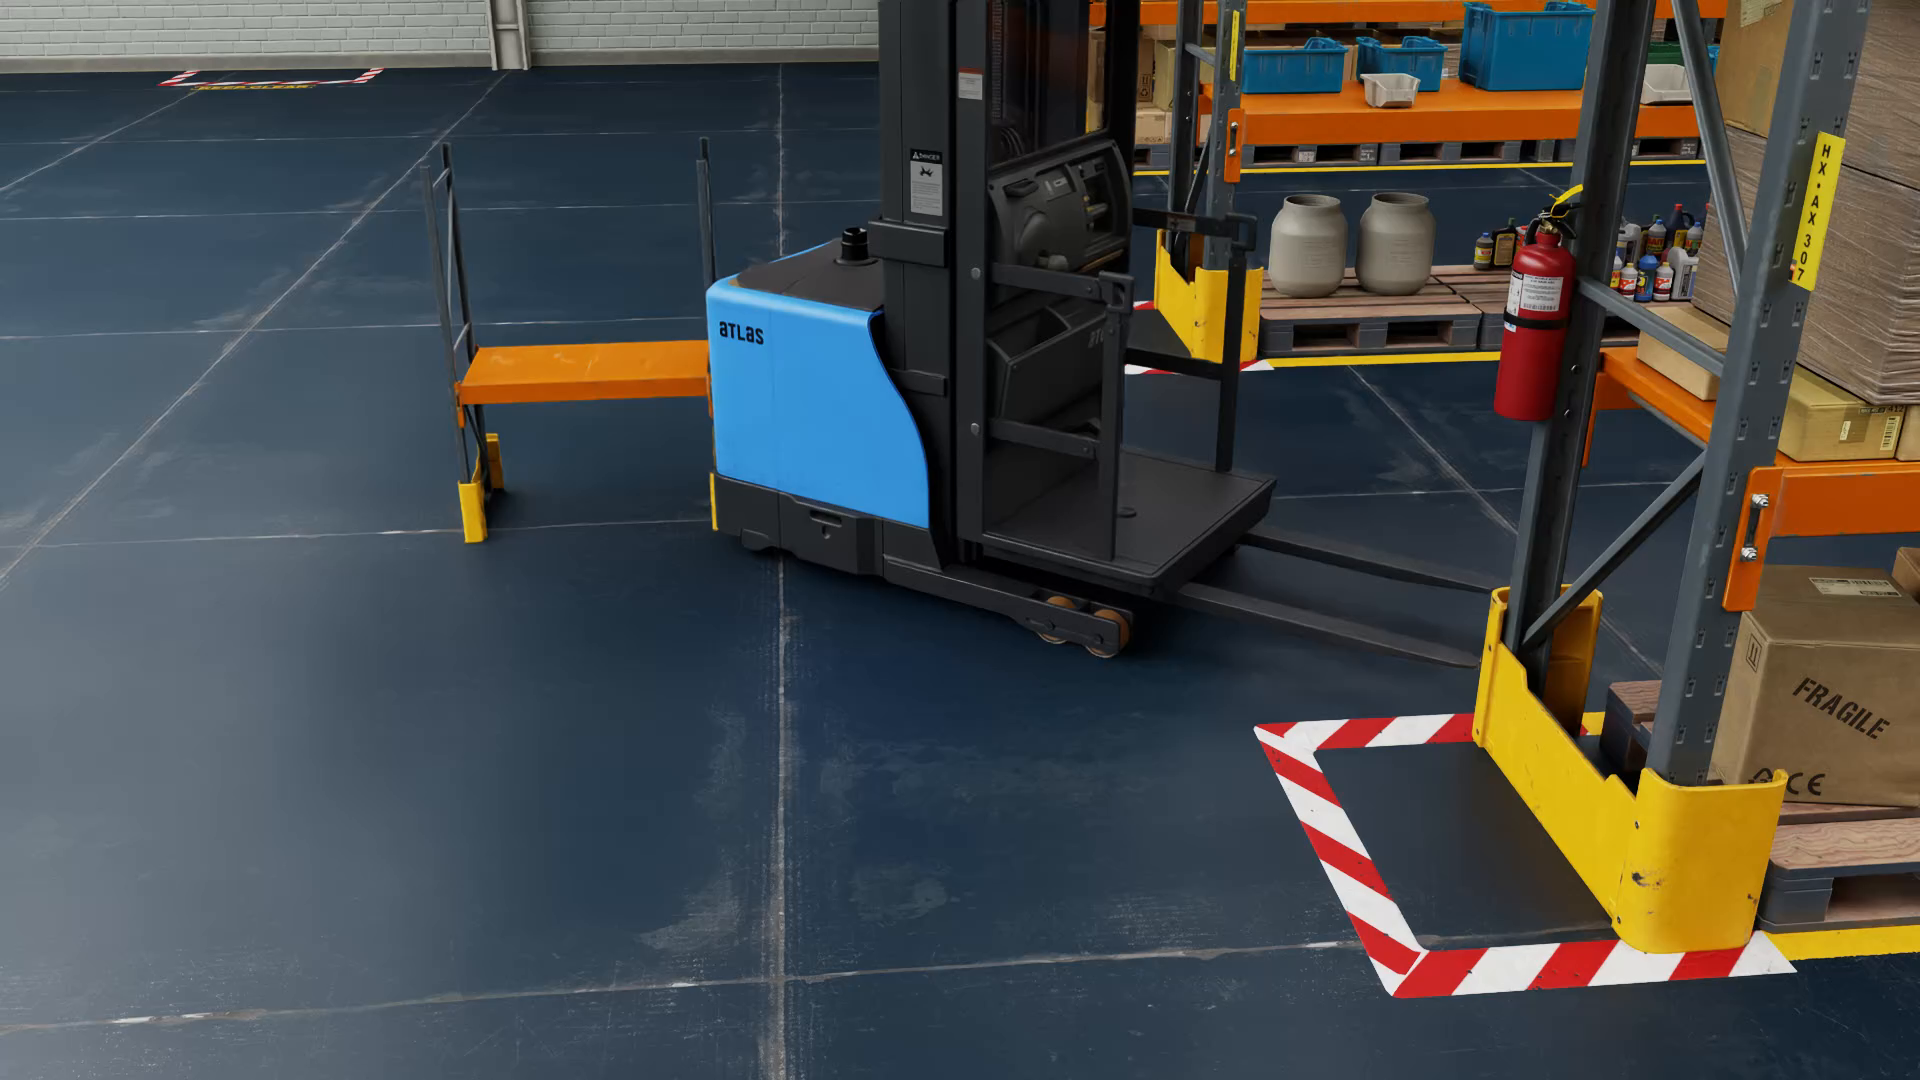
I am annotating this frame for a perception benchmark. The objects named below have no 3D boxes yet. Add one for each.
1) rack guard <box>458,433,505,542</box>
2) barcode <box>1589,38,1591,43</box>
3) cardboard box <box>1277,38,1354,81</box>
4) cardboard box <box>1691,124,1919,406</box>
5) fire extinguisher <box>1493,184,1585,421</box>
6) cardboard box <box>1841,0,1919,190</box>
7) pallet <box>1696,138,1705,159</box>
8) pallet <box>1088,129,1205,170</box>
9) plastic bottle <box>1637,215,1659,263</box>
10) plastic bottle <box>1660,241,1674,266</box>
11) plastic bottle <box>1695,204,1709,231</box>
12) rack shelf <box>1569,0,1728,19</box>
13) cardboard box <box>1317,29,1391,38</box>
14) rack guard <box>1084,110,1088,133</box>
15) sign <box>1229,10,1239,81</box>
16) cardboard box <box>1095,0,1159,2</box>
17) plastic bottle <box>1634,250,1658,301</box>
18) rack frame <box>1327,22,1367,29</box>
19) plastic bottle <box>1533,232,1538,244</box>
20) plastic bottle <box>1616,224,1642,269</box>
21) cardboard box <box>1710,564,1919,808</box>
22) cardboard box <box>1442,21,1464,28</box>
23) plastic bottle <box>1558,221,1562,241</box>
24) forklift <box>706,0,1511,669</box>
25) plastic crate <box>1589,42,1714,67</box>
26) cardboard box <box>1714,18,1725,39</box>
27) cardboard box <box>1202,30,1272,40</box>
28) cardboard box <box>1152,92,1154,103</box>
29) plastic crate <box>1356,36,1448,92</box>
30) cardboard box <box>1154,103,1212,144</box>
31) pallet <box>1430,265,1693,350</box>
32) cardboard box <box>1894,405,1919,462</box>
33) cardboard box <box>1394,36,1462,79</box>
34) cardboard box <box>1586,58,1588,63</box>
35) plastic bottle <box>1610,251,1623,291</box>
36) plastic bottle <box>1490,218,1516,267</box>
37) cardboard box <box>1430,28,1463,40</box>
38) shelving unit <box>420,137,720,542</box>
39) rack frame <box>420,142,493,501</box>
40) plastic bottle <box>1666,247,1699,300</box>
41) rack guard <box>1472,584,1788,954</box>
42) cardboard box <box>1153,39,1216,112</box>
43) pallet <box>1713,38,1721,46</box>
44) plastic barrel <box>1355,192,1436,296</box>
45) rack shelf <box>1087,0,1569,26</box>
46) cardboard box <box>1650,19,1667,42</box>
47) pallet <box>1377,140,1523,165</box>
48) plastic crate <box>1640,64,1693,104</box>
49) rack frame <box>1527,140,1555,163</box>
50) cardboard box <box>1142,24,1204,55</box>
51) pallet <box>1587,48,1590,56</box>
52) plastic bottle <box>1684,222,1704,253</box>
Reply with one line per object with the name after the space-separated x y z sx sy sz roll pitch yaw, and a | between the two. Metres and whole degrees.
-1.996 -0.225 6.948 0.087 0.250 0.587 -3 24 -6 | rack guard
5.095 -4.035 13.488 0.075 0.075 0.001 -2 24 -5 | barcode
2.868 -3.804 13.560 0.500 0.500 0.500 -2 24 -5 | cardboard box
2.339 -0.724 4.196 0.500 0.500 0.875 -2 24 -5 | cardboard box
1.630 -0.678 4.677 0.183 0.674 0.296 -2 24 -5 | fire extinguisher
2.363 -1.082 3.770 0.500 0.500 0.500 -2 24 -5 | cardboard box
6.746 -3.516 14.401 1.213 0.211 1.003 -2 24 -5 | pallet
1.576 -3.309 13.934 1.213 0.211 1.003 -2 24 -5 | pallet
4.083 -1.791 9.889 0.133 0.283 0.061 -1 24 -3 | plastic bottle
3.985 -1.528 9.297 0.133 0.283 0.061 -2 24 -5 | plastic bottle
4.439 -1.819 9.869 0.185 0.351 0.144 -2 24 -4 | plastic bottle
6.790 -4.446 13.946 4.000 0.370 1.077 -2 24 -5 | rack shelf
3.313 -4.041 14.094 0.500 0.500 0.500 -2 24 -5 | cardboard box
0.795 -3.392 13.767 0.348 0.500 1.175 -2 24 -5 | rack guard
1.352 -2.437 8.199 0.005 0.325 0.100 -2 24 -5 | sign
1.285 -4.595 13.271 0.500 0.500 0.700 -2 24 -5 | cardboard box
3.780 -1.460 9.158 0.097 0.271 0.097 0 24 0 | plastic bottle
4.309 -6.697 18.125 0.127 3.000 1.000 -2 24 -5 | rack frame
3.352 -1.699 9.683 0.133 0.283 0.061 -2 24 -5 | plastic bottle
3.868 -1.701 9.697 0.135 0.276 0.152 -2 24 -5 | plastic bottle
2.412 0.401 4.715 0.500 0.500 0.500 2 24 5 | cardboard box
5.550 -5.833 18.716 0.500 0.500 0.700 -3 24 -6 | cardboard box
3.479 -1.745 9.794 0.135 0.276 0.152 -3 24 -7 | plastic bottle
0.540 -1.173 5.781 3.031 2.935 1.130 14 28 29 | forklift
3.905 -2.656 9.293 0.662 0.188 0.450 -2 24 -5 | plastic crate
9.035 -6.043 18.782 0.750 0.750 0.750 -3 24 -6 | cardboard box
2.318 -4.001 14.004 0.500 0.500 0.500 -2 24 -5 | cardboard box
1.820 -3.637 14.107 0.500 0.250 0.500 -2 24 -5 | cardboard box
2.418 -2.630 9.157 0.408 0.251 0.499 -2 24 -5 | plastic crate
1.872 -3.424 13.628 0.500 0.250 0.500 -2 24 -5 | cardboard box
3.394 -1.359 9.547 1.213 0.211 1.003 -2 24 -5 | pallet
2.347 -0.334 4.117 0.250 0.149 0.380 -2 24 -5 | cardboard box
3.861 -3.851 13.666 0.500 0.500 0.500 -2 24 -5 | cardboard box
5.175 -4.019 14.277 0.500 0.311 0.500 -2 24 -5 | cardboard box
3.578 -1.452 9.140 0.097 0.271 0.097 0 24 0 | plastic bottle
3.202 -1.756 9.809 0.133 0.283 0.061 -2 24 -4 | plastic bottle
4.308 -4.081 14.184 0.500 0.500 0.500 -2 24 -5 | cardboard box
-1.501 -0.820 6.747 1.083 1.500 0.587 -3 24 -6 | shelving unit
-2.015 -0.796 6.693 0.032 1.500 0.500 -3 24 -6 | rack frame
3.996 -1.482 9.202 0.135 0.276 0.152 -2 24 -4 | plastic bottle
1.865 0.608 4.767 0.348 0.500 1.175 -2 24 -5 | rack guard
1.872 -3.766 13.474 0.500 0.500 0.500 -2 24 -5 | cardboard box
9.082 -5.584 19.053 1.213 0.211 1.003 -2 24 -5 | pallet
2.449 -1.665 9.350 0.421 0.512 0.421 0 24 0 | plastic barrel
2.810 -4.287 13.587 4.000 0.370 1.077 -2 24 -5 | rack shelf
7.579 -5.866 18.790 0.500 0.500 0.700 -2 24 -4 | cardboard box
4.004 -3.406 14.153 1.213 0.211 1.003 -2 24 -5 | pallet
3.692 -2.405 8.793 0.437 0.136 0.530 -2 24 -5 | plastic crate
4.800 -4.695 13.620 0.127 3.000 1.000 -2 24 -5 | rack frame
2.328 -5.619 18.236 0.500 0.500 0.700 -4 24 -8 | cardboard box
7.512 -5.552 18.982 1.213 0.211 1.003 -2 24 -5 | pallet
4.307 -1.728 9.762 0.097 0.271 0.097 0 24 0 | plastic bottle
